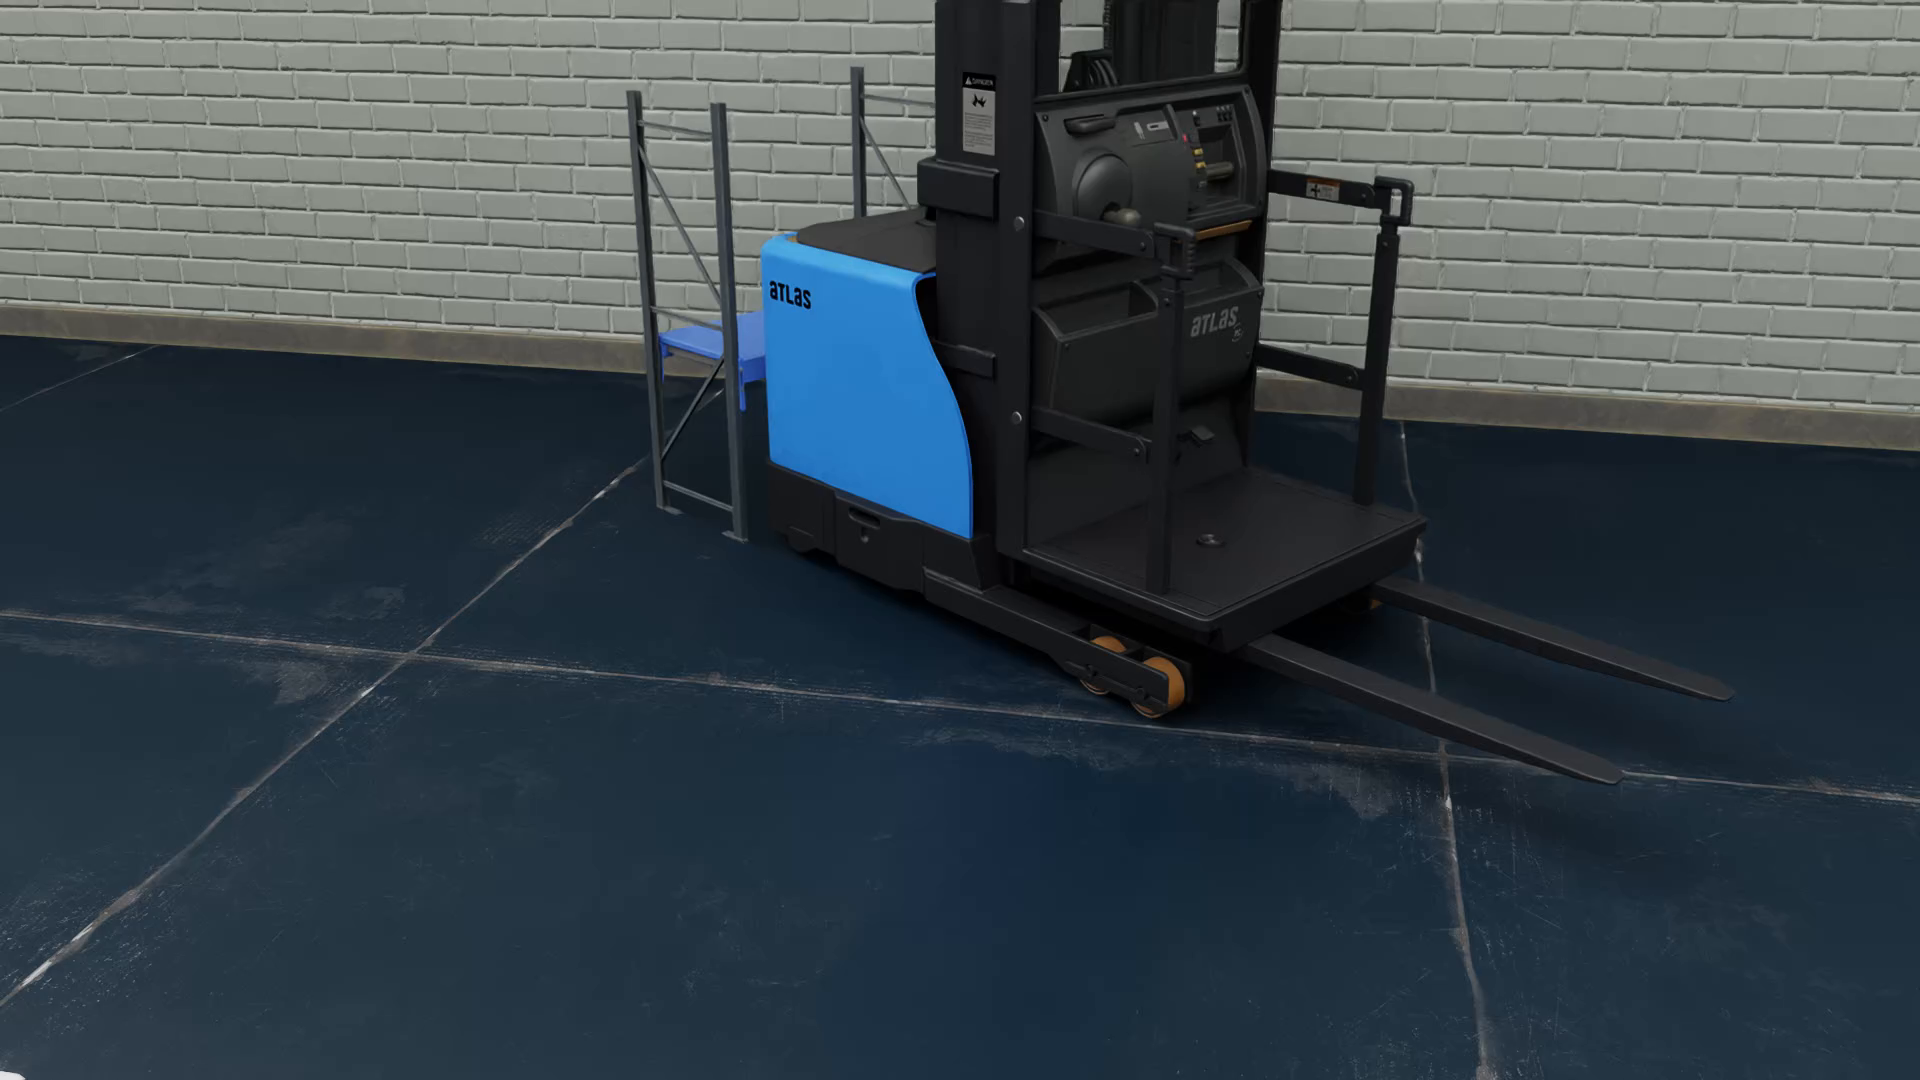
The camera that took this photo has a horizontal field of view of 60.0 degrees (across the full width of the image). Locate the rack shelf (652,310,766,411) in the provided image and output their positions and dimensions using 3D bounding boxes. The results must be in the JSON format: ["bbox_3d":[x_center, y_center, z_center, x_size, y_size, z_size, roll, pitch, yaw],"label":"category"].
[{"bbox_3d":[-0.578,-0.724,6.124,0.538,0.185,1.000,20,29,40],"label":"rack shelf"}]

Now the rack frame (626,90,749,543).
[{"bbox_3d":[-0.933,-0.755,5.719,0.500,1.500,0.032,20,29,40],"label":"rack frame"}]

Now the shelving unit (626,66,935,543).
[{"bbox_3d":[-0.579,-0.891,6.057,0.538,1.500,1.048,20,29,40],"label":"shelving unit"}]

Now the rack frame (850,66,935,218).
[{"bbox_3d":[-0.224,-1.027,6.395,0.500,1.500,0.032,20,29,40],"label":"rack frame"}]

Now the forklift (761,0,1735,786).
[{"bbox_3d":[0.711,-1.082,4.616,1.130,2.935,3.031,-20,29,-40],"label":"forklift"}]
